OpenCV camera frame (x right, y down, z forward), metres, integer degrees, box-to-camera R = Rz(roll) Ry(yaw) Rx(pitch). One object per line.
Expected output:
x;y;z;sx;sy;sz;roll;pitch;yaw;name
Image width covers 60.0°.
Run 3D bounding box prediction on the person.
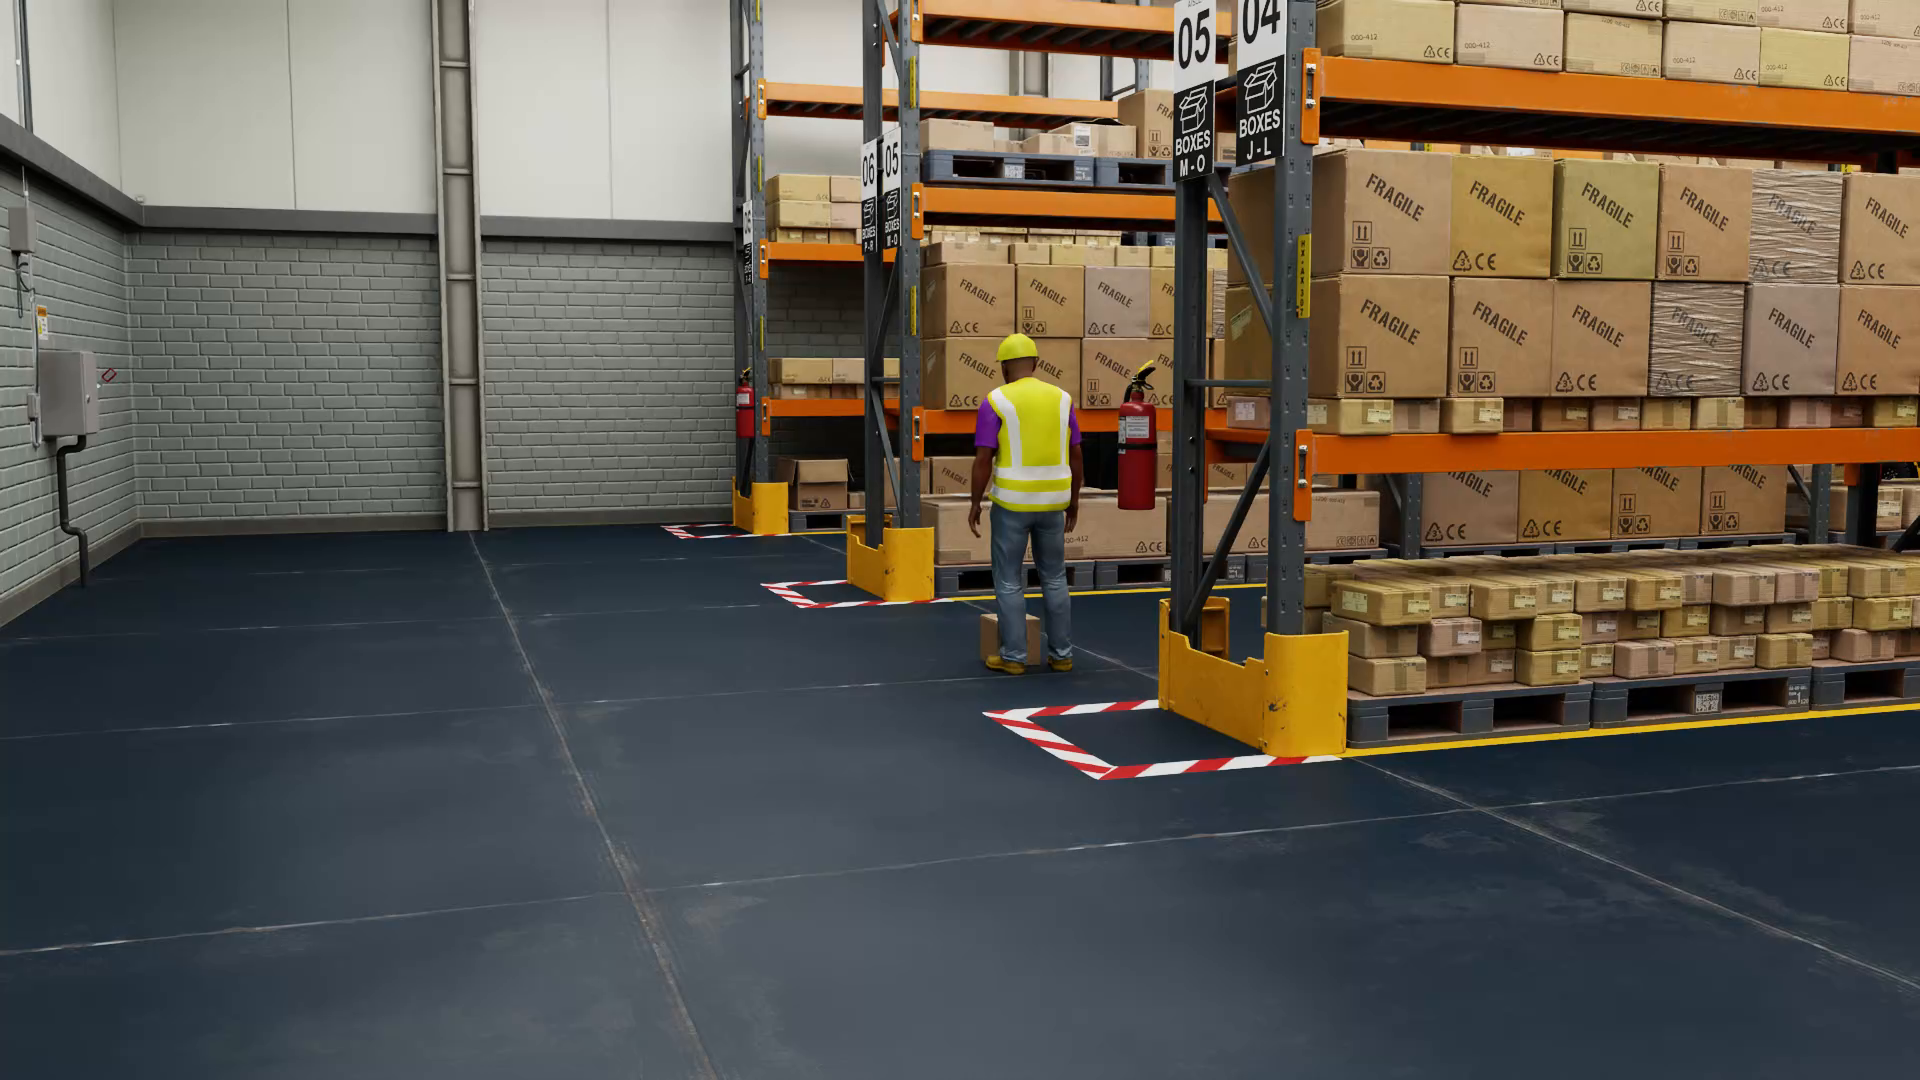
0.342;-0.192;8.664;0.635;1.761;0.455;-2;6;-22;person
